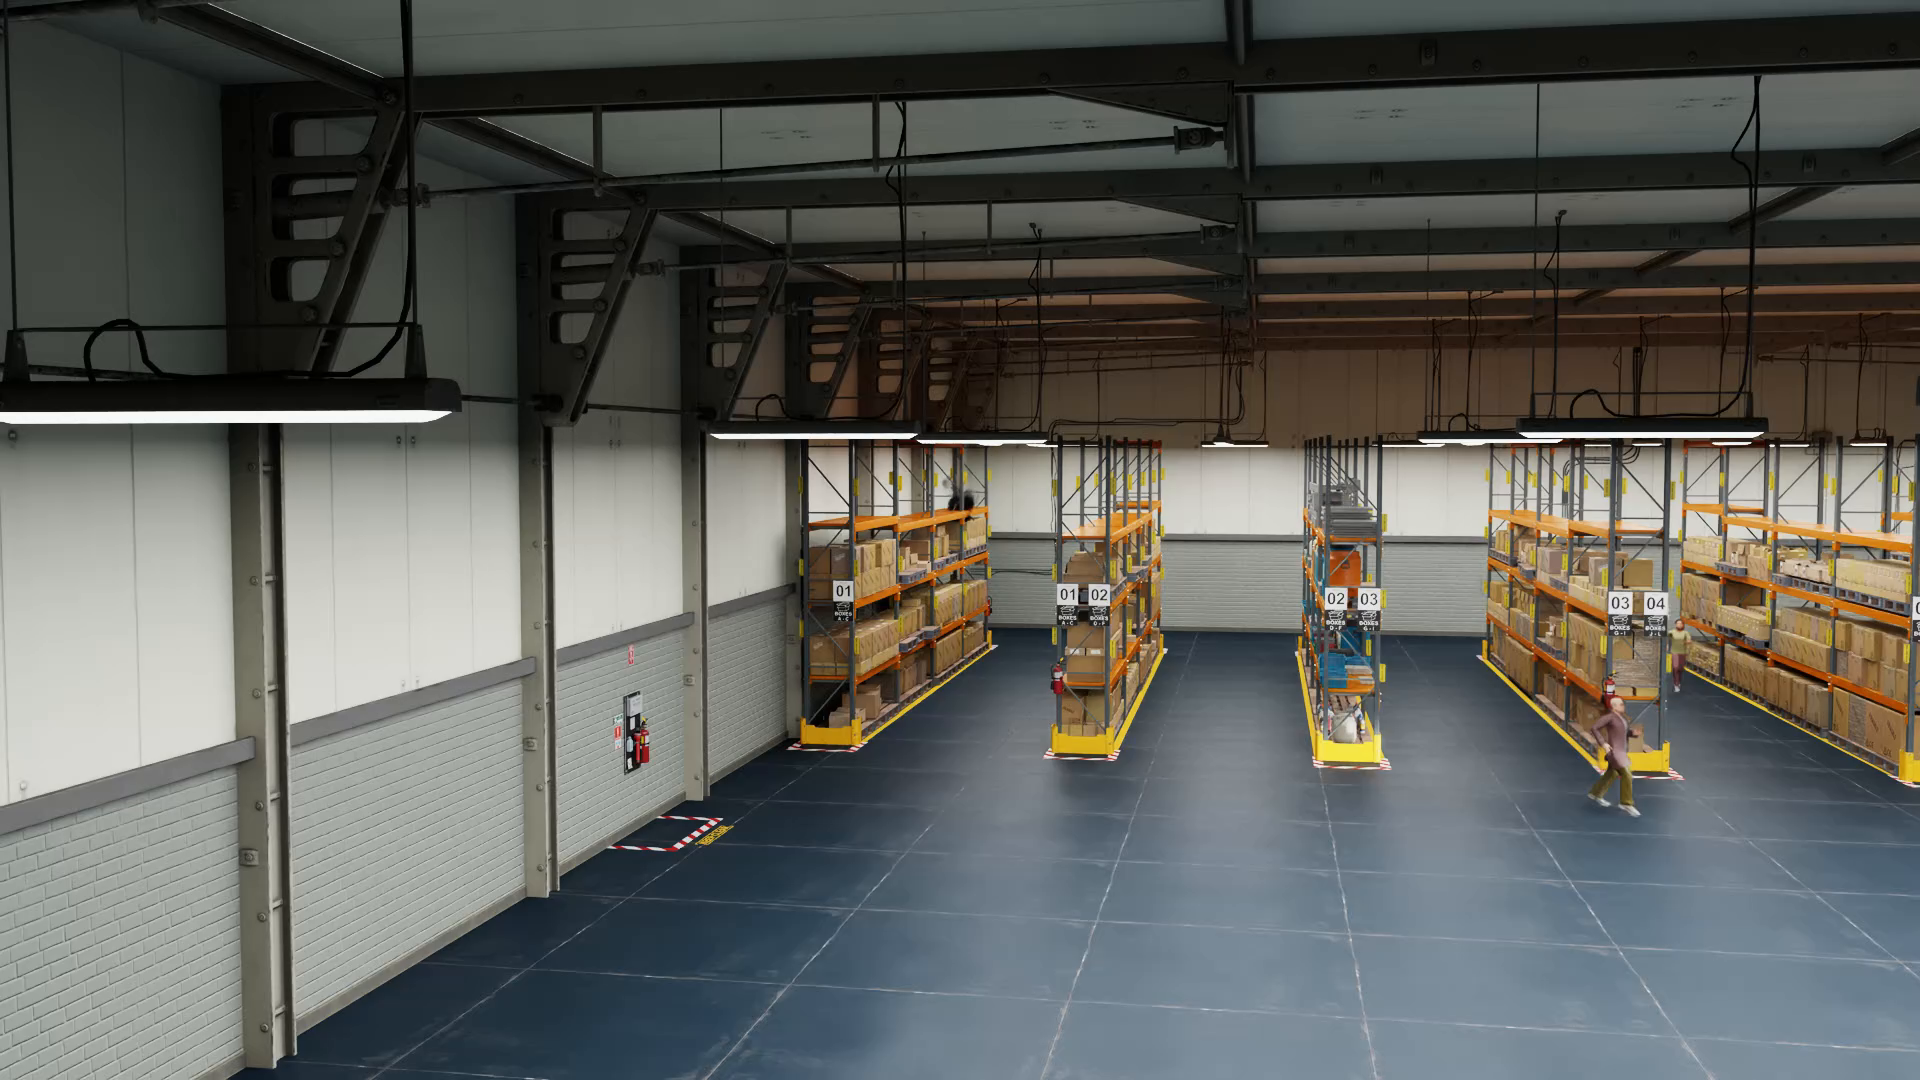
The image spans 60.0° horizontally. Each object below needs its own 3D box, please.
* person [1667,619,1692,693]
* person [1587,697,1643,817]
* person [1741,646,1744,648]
[{"bbox_3d":[17.120,2.730,39.614,0.560,1.703,0.872,1,3,12],"label":"person"},{"bbox_3d":[10.350,3.401,26.268,0.898,1.836,0.680,3,4,40],"label":"person"},{"bbox_3d":[21.115,2.454,44.718,0.711,1.703,0.555,-1,3,-23],"label":"person"}]
